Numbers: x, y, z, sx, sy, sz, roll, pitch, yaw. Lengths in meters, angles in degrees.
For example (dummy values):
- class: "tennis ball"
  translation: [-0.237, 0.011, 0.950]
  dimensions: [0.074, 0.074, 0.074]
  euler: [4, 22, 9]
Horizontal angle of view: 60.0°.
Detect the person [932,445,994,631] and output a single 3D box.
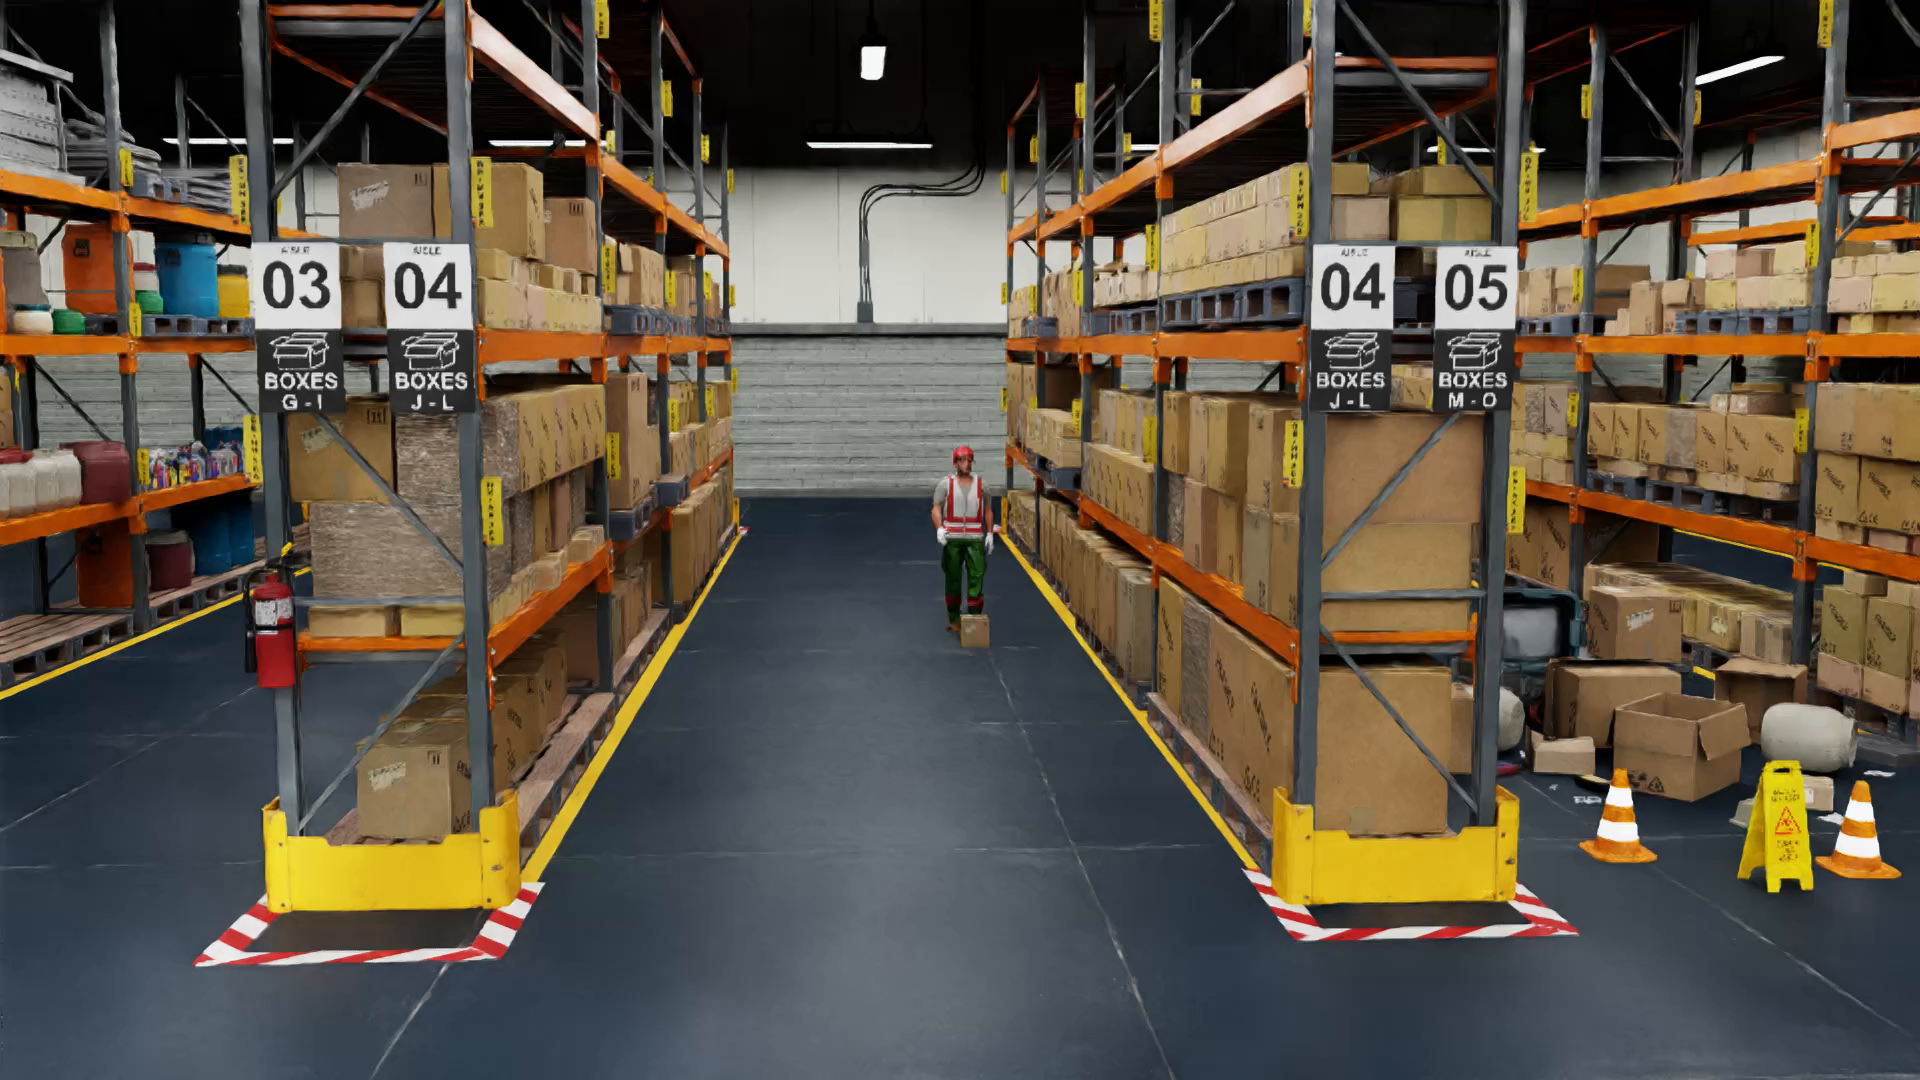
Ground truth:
- class: "person"
  translation: [0.053, 0.021, 15.665]
  dimensions: [0.609, 1.806, 0.706]
  euler: [-1, 7, -8]
